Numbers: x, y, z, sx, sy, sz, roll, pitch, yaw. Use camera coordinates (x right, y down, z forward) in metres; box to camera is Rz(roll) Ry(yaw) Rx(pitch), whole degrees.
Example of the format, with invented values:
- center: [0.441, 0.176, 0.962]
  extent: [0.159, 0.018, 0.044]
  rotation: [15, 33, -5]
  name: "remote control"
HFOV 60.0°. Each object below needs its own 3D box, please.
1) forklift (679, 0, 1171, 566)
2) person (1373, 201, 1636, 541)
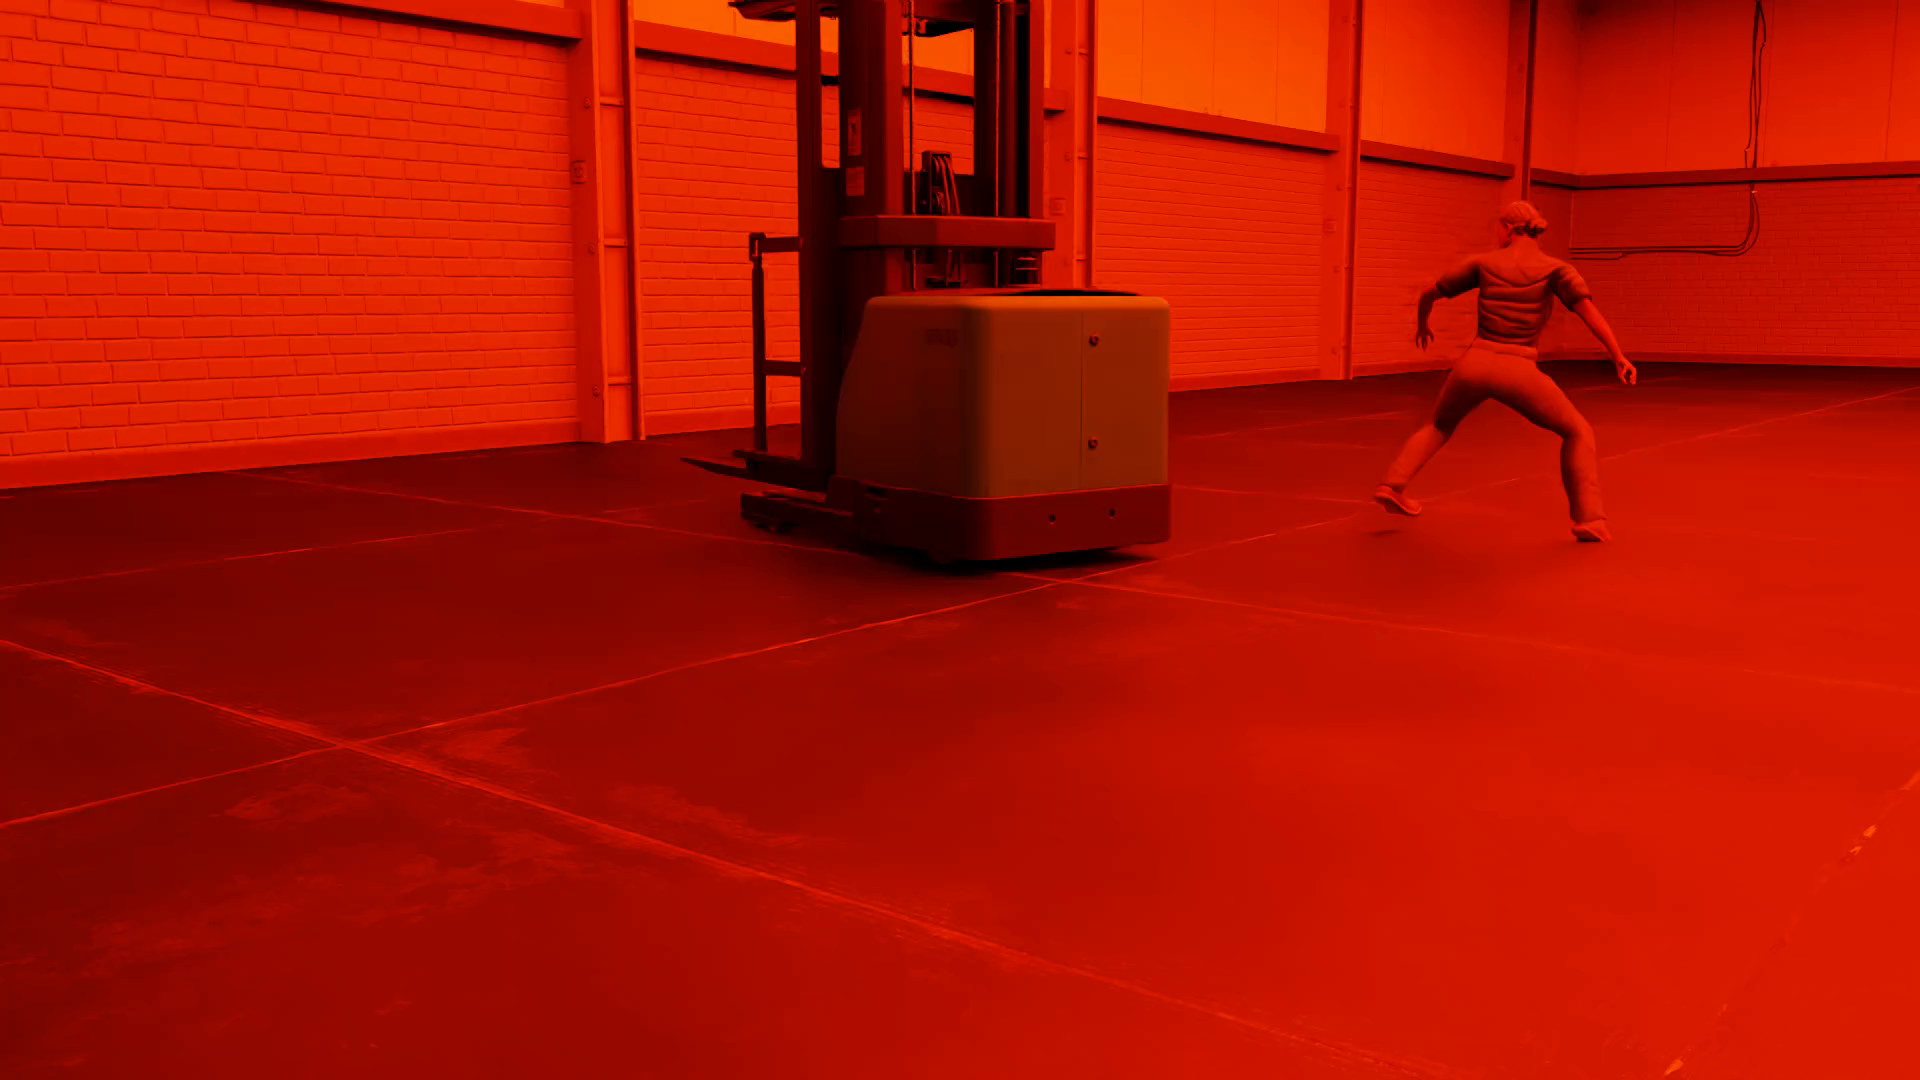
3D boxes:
- center: [-0.371, -1.518, 7.657]
  extent: [1.130, 2.935, 3.031]
  rotation: [-6, 10, -34]
  name: "forklift"
- center: [2.481, -0.715, 7.426]
  extent: [1.104, 1.580, 0.525]
  rotation: [6, 10, 35]
  name: "person"
